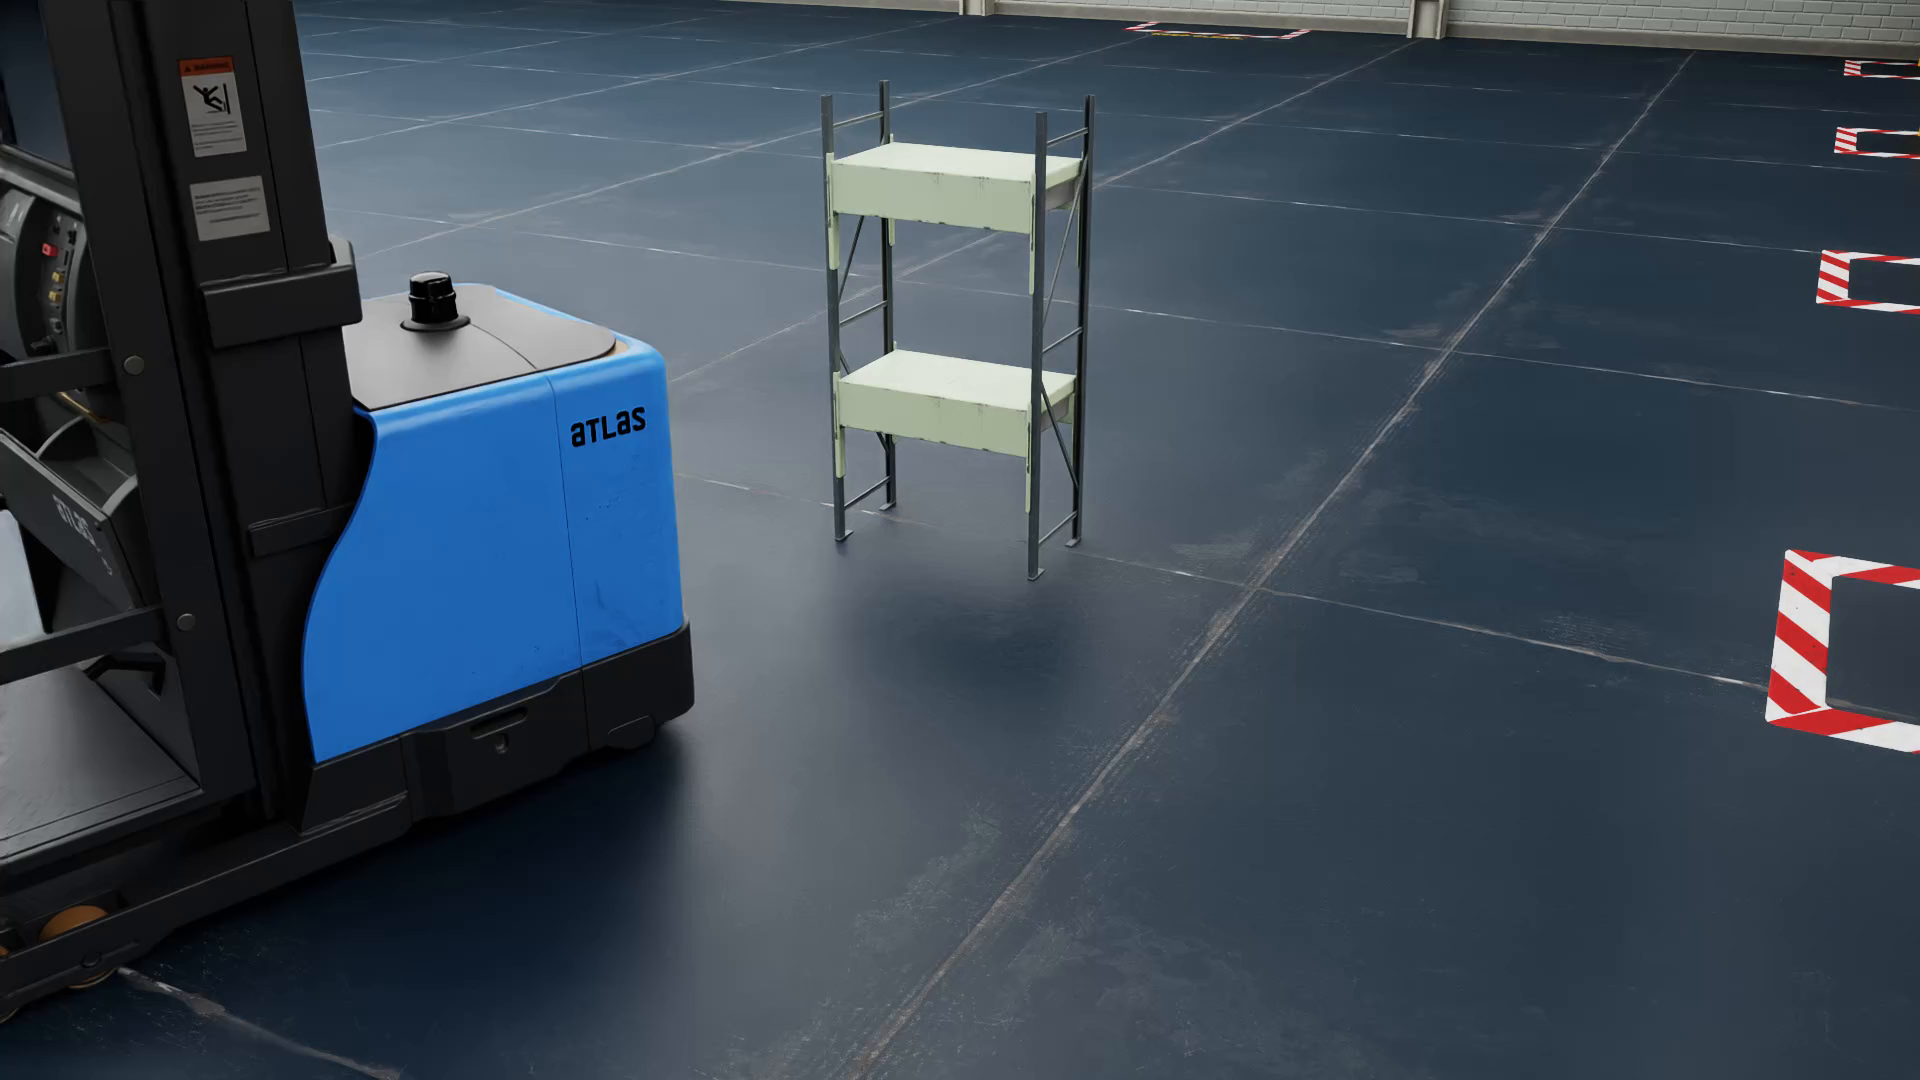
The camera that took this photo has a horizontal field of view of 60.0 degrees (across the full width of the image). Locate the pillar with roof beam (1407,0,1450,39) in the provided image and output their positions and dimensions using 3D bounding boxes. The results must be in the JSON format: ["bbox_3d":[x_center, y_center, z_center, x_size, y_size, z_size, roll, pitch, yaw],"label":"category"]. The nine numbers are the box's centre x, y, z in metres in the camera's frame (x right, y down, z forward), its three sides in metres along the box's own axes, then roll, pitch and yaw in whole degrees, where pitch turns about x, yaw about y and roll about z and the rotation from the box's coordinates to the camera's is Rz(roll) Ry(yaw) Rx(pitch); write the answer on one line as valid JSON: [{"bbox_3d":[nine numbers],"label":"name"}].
[{"bbox_3d":[3.643,-8.666,14.628,0.400,9.000,9.100,11,25,25],"label":"pillar with roof beam"}]

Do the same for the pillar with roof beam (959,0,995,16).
[{"bbox_3d":[-1.712,-9.725,17.119,0.400,9.000,9.100,11,25,25],"label":"pillar with roof beam"}]

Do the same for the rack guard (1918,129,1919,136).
[{"bbox_3d":[7.671,-3.294,12.856,0.348,0.500,1.175,11,25,25],"label":"rack guard"}]

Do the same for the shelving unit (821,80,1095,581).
[{"bbox_3d":[-0.006,-0.691,5.459,0.755,1.500,0.431,11,25,25],"label":"shelving unit"}]

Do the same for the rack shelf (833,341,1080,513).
[{"bbox_3d":[-0.006,-0.391,5.587,0.720,0.370,0.431,11,25,25],"label":"rack shelf"}]

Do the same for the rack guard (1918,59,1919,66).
[{"bbox_3d":[9.992,-5.007,16.884,0.348,0.500,1.175,11,25,25],"label":"rack guard"}]

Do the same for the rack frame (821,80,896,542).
[{"bbox_3d":[-0.333,-0.756,5.611,0.023,1.500,0.400,11,25,25],"label":"rack frame"}]

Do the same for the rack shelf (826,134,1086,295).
[{"bbox_3d":[-0.006,-1.050,5.307,0.720,0.370,0.431,11,25,25],"label":"rack shelf"}]

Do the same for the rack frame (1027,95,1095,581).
[{"bbox_3d":[0.321,-0.627,5.307,0.023,1.500,0.400,11,25,25],"label":"rack frame"}]

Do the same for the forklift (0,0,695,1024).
[{"bbox_3d":[-2.138,-0.579,3.366,3.031,2.935,1.130,-20,30,-39],"label":"forklift"}]
